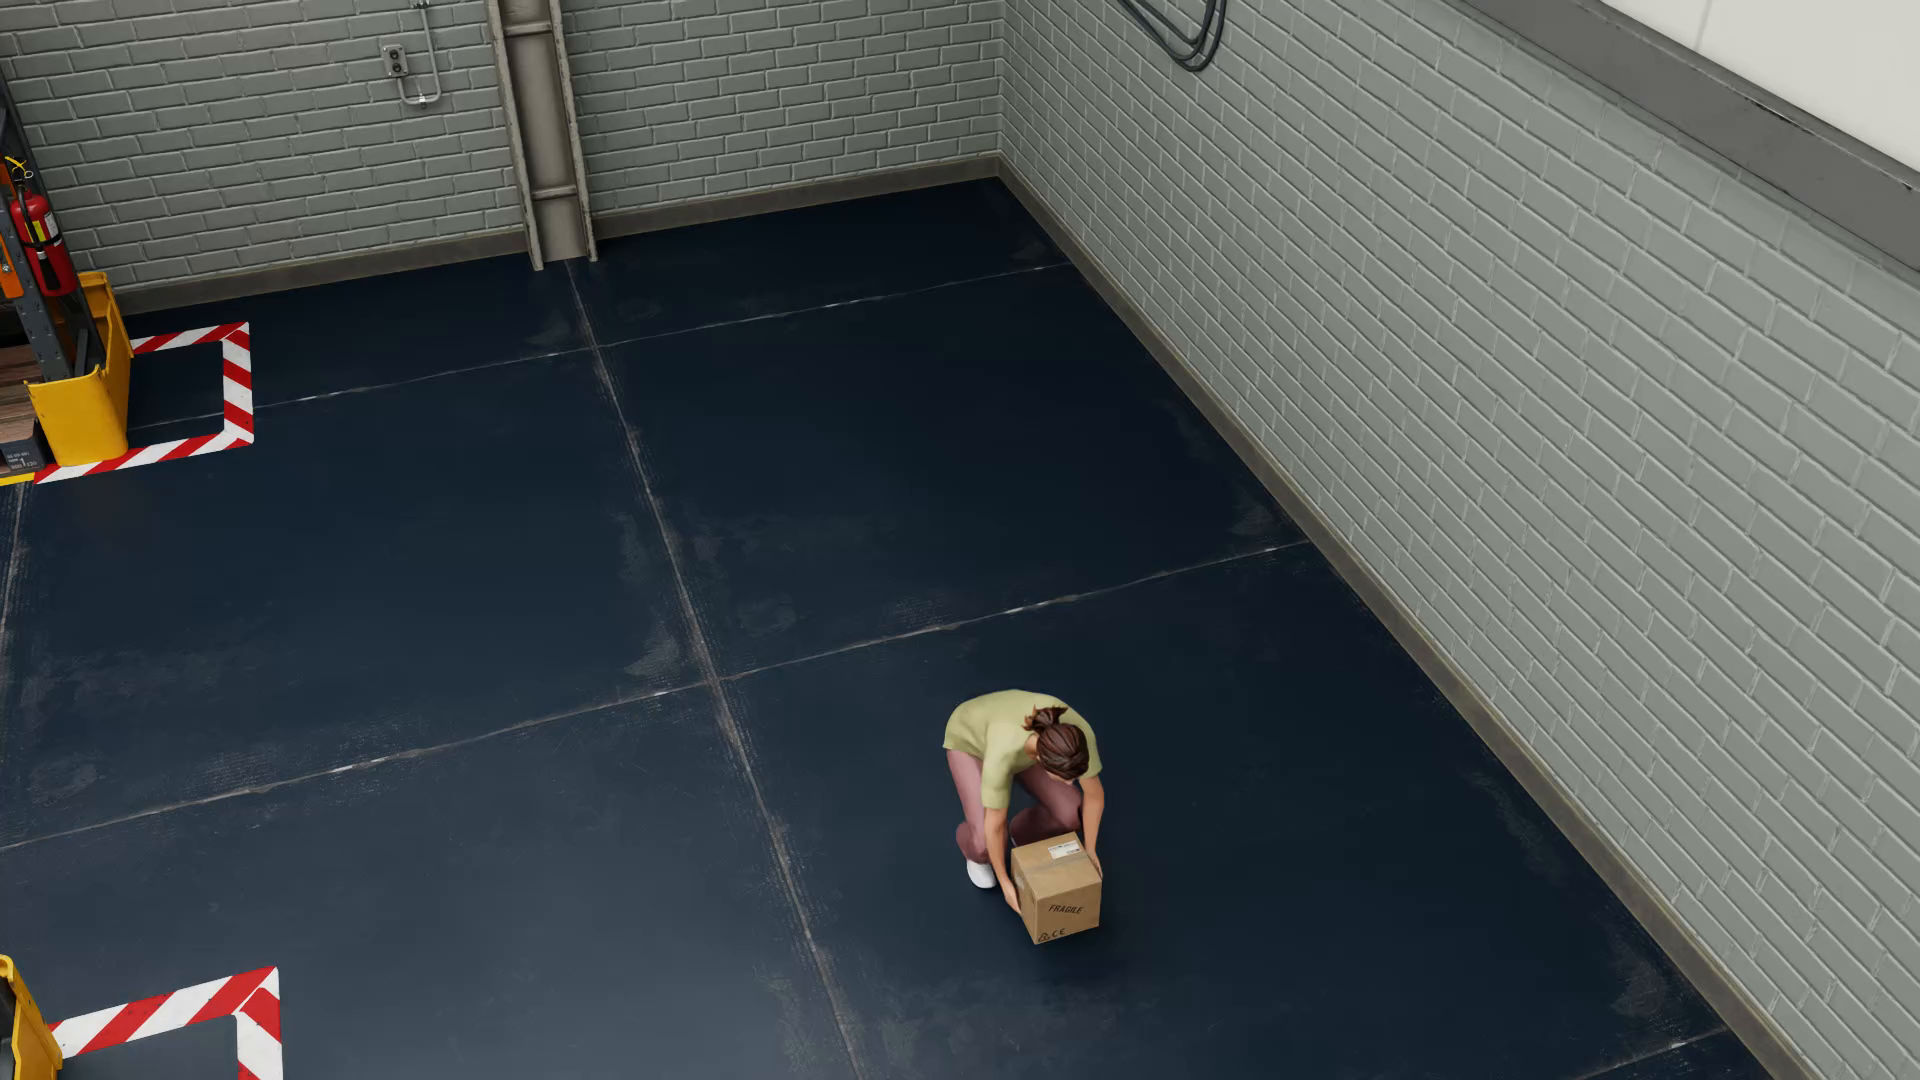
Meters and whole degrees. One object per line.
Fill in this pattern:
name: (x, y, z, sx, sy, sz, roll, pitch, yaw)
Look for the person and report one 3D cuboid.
person: (0.239, 0.894, 6.180, 0.495, 1.008, 0.766, -13, 40, -16)
